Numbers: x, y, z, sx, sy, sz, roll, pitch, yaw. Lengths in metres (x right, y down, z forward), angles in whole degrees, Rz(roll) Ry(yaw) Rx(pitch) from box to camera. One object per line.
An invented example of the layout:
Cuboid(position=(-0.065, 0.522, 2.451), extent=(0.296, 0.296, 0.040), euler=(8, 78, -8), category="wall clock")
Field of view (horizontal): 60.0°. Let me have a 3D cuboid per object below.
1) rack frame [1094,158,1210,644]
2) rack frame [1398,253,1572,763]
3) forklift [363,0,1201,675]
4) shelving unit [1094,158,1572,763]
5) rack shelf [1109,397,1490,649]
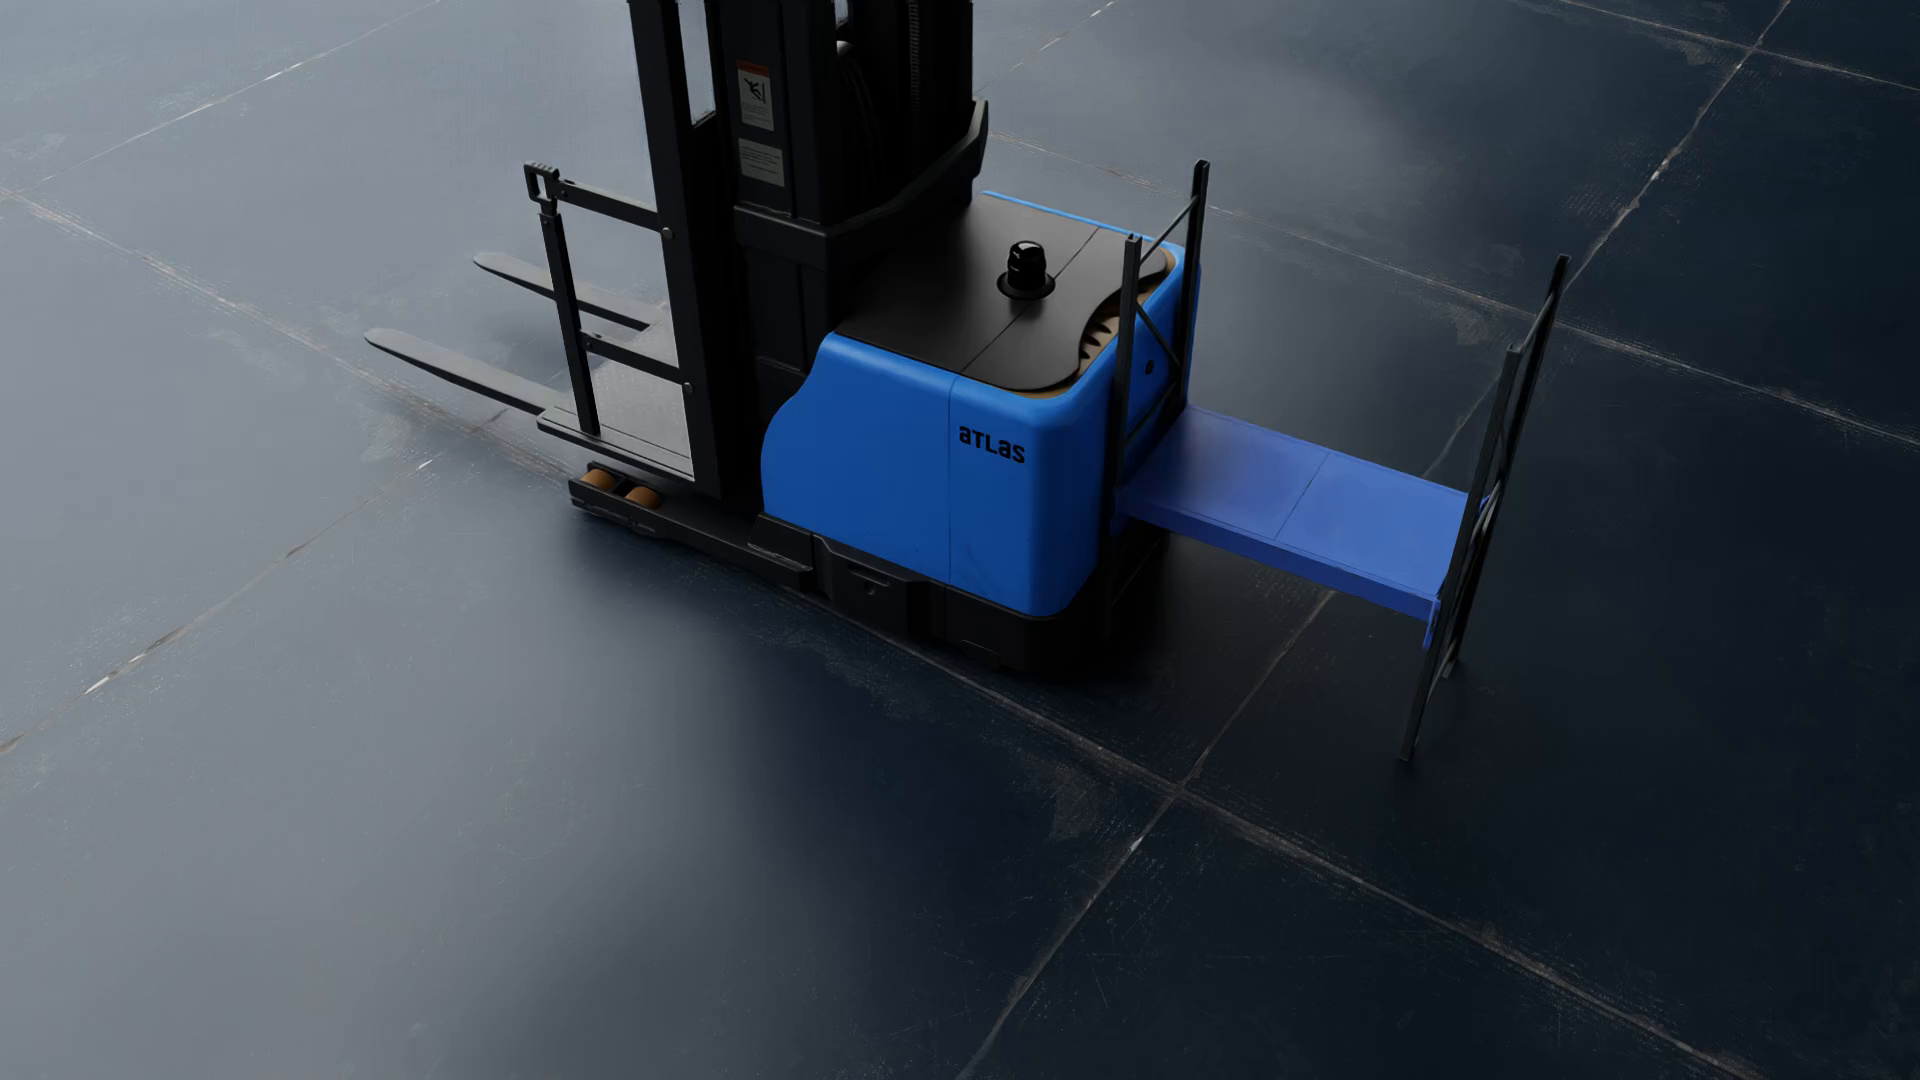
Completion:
Cuboid(position=(0.571, -0.373, 5.043), extent=(0.032, 1.500, 0.500), euler=(21, 46, 22), category="rack frame")
Cuboid(position=(1.456, -0.039, 4.669), extent=(0.032, 1.500, 0.500), euler=(21, 46, 22), category="rack frame")
Cuboid(position=(-0.775, -1.394, 5.110), extent=(3.031, 2.935, 1.130), euler=(21, 46, 22), category="forklift")
Cuboid(position=(1.014, -0.206, 4.856), extent=(1.048, 1.500, 0.538), euler=(21, 46, 22), category="shelving unit")
Cuboid(position=(1.014, -0.072, 4.976), extent=(1.000, 0.185, 0.538), euler=(21, 46, 22), category="rack shelf")
